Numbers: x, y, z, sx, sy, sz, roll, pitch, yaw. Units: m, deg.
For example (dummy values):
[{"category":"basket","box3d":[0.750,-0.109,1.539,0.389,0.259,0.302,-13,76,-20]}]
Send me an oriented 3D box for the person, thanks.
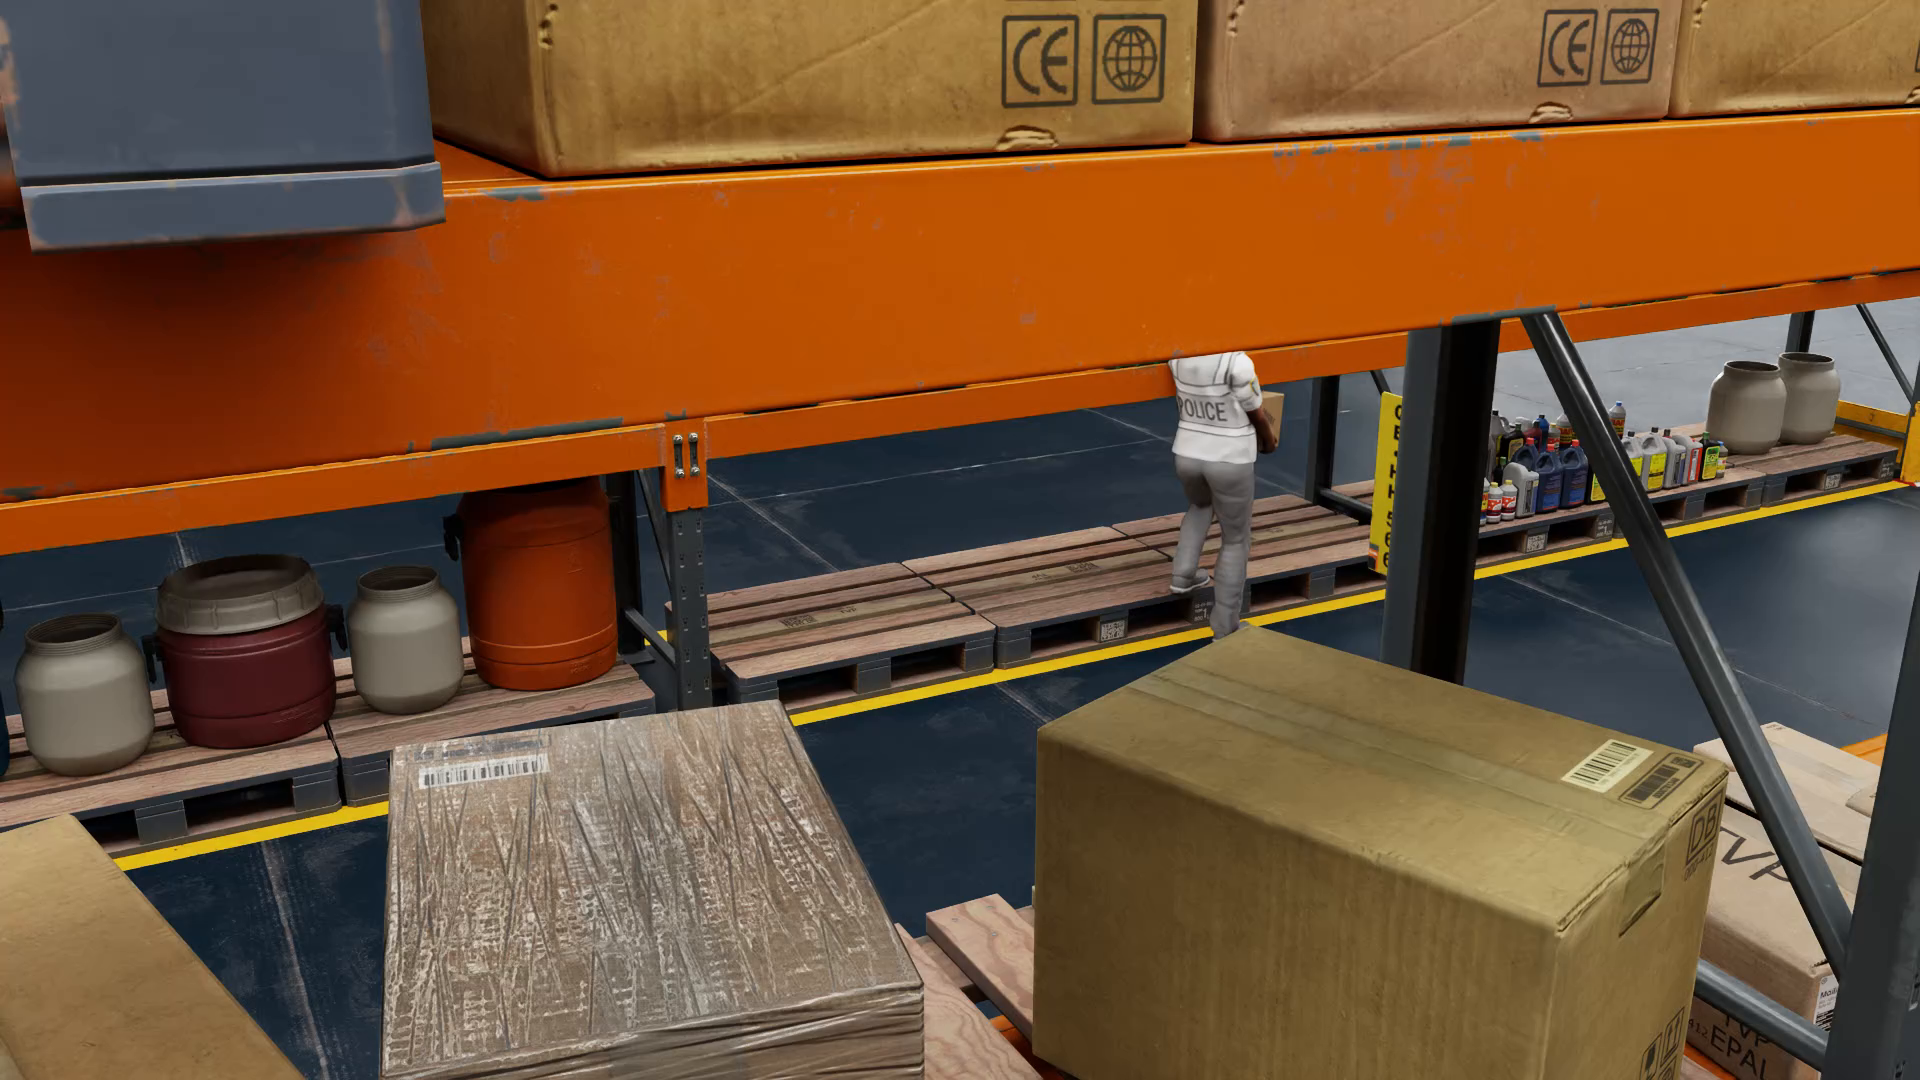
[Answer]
[{"category":"person","box3d":[1.193,-0.367,7.614,0.459,1.687,0.542,14,23,36]}]
